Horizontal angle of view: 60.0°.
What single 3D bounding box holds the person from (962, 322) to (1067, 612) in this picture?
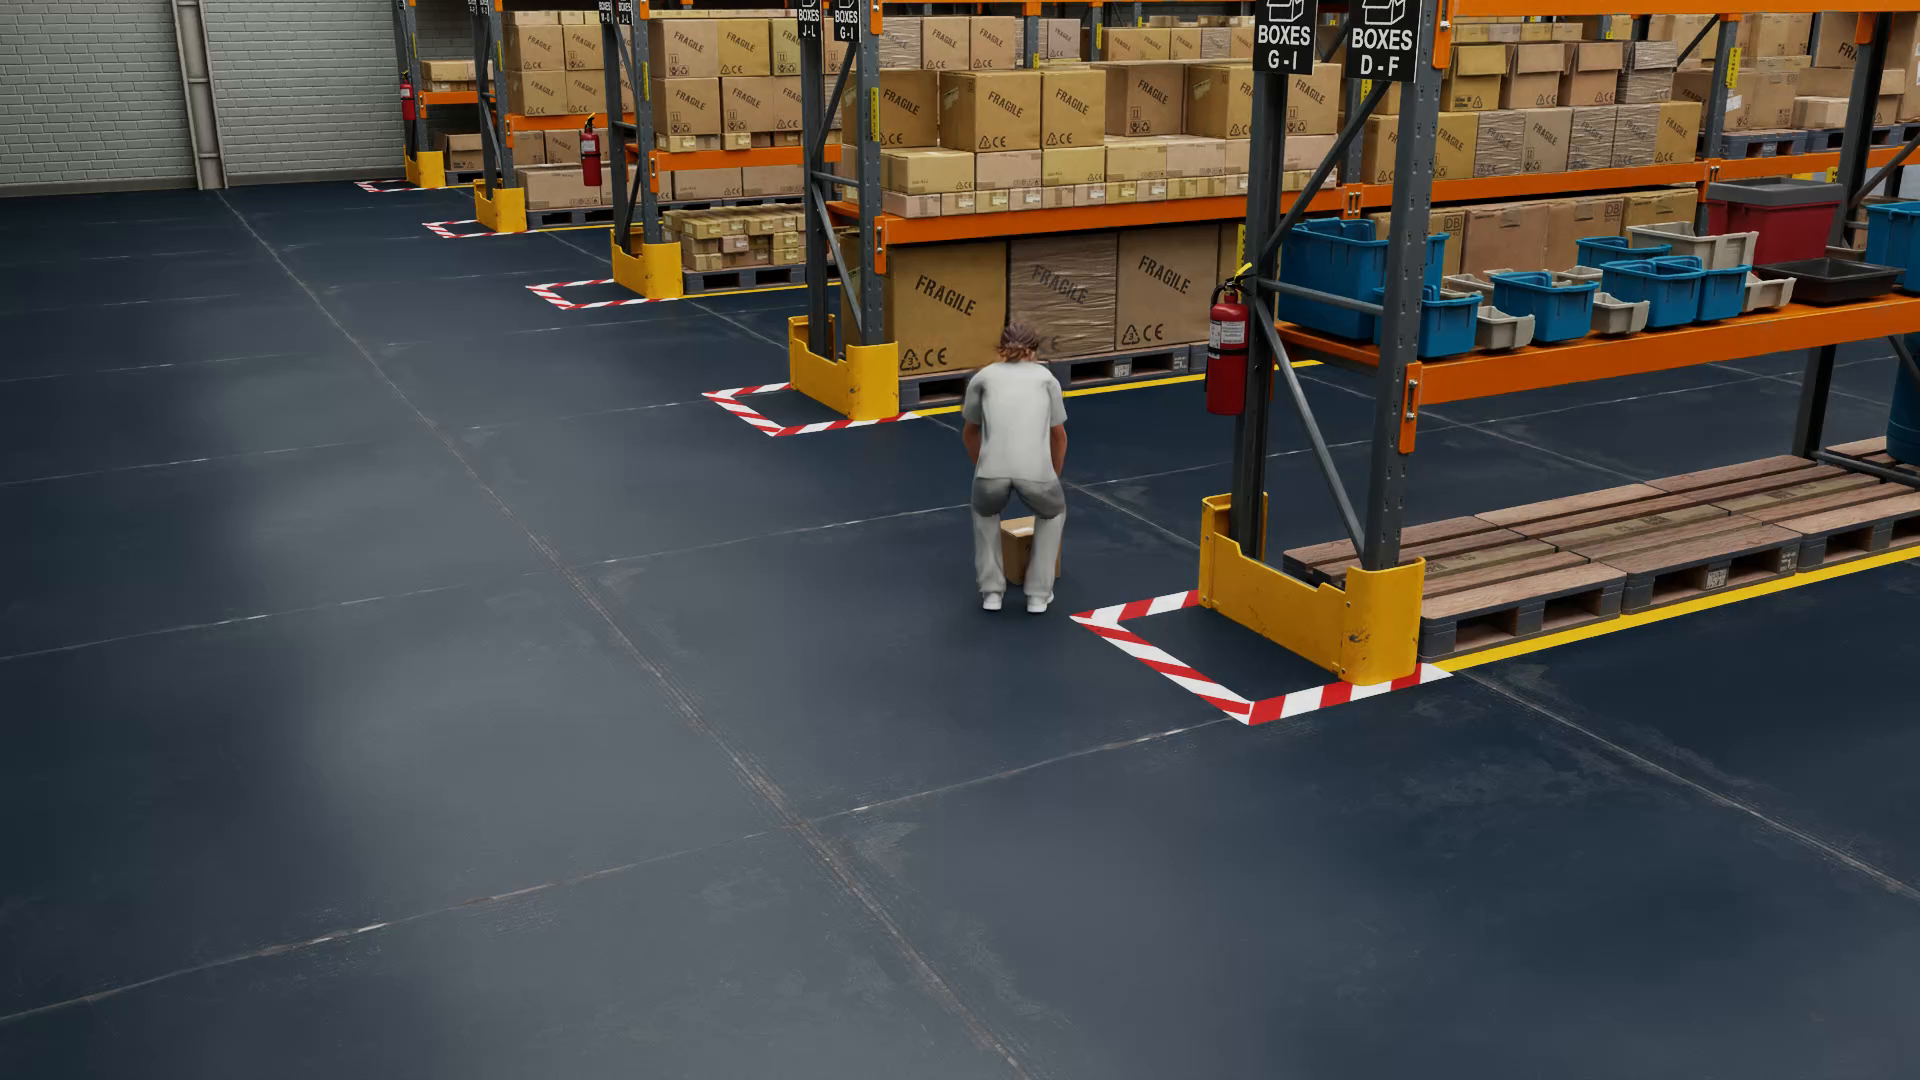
[{"bbox_3d":[0.240,-0.329,7.679,0.492,1.275,0.696,3,19,9],"label":"person"}]
